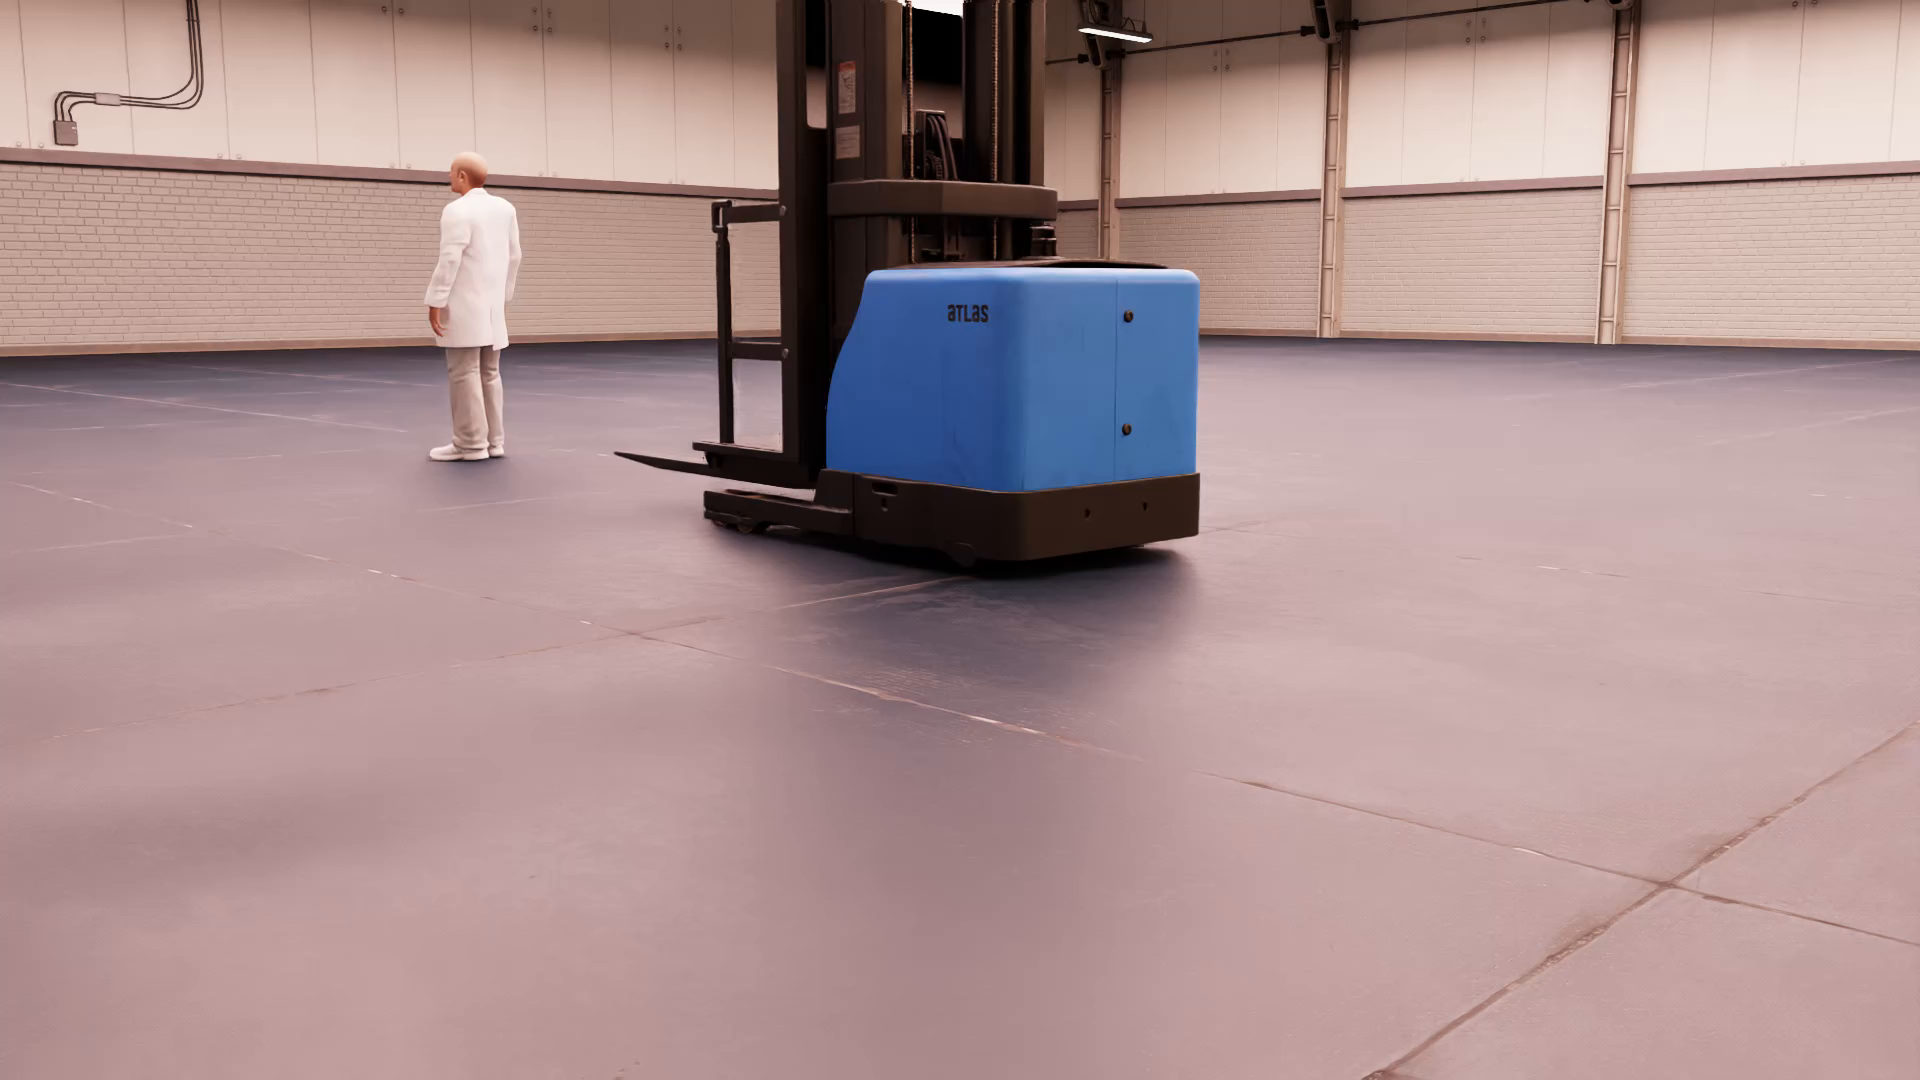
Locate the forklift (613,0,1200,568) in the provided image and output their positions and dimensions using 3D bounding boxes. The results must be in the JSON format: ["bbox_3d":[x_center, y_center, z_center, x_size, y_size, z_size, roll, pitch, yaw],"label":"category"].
[{"bbox_3d":[-0.434,-1.519,6.960,1.130,2.935,3.031,-7,11,-41],"label":"forklift"}]

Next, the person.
[{"bbox_3d":[-2.934,-1.361,9.773,0.558,1.783,0.690,4,9,25],"label":"person"}]
